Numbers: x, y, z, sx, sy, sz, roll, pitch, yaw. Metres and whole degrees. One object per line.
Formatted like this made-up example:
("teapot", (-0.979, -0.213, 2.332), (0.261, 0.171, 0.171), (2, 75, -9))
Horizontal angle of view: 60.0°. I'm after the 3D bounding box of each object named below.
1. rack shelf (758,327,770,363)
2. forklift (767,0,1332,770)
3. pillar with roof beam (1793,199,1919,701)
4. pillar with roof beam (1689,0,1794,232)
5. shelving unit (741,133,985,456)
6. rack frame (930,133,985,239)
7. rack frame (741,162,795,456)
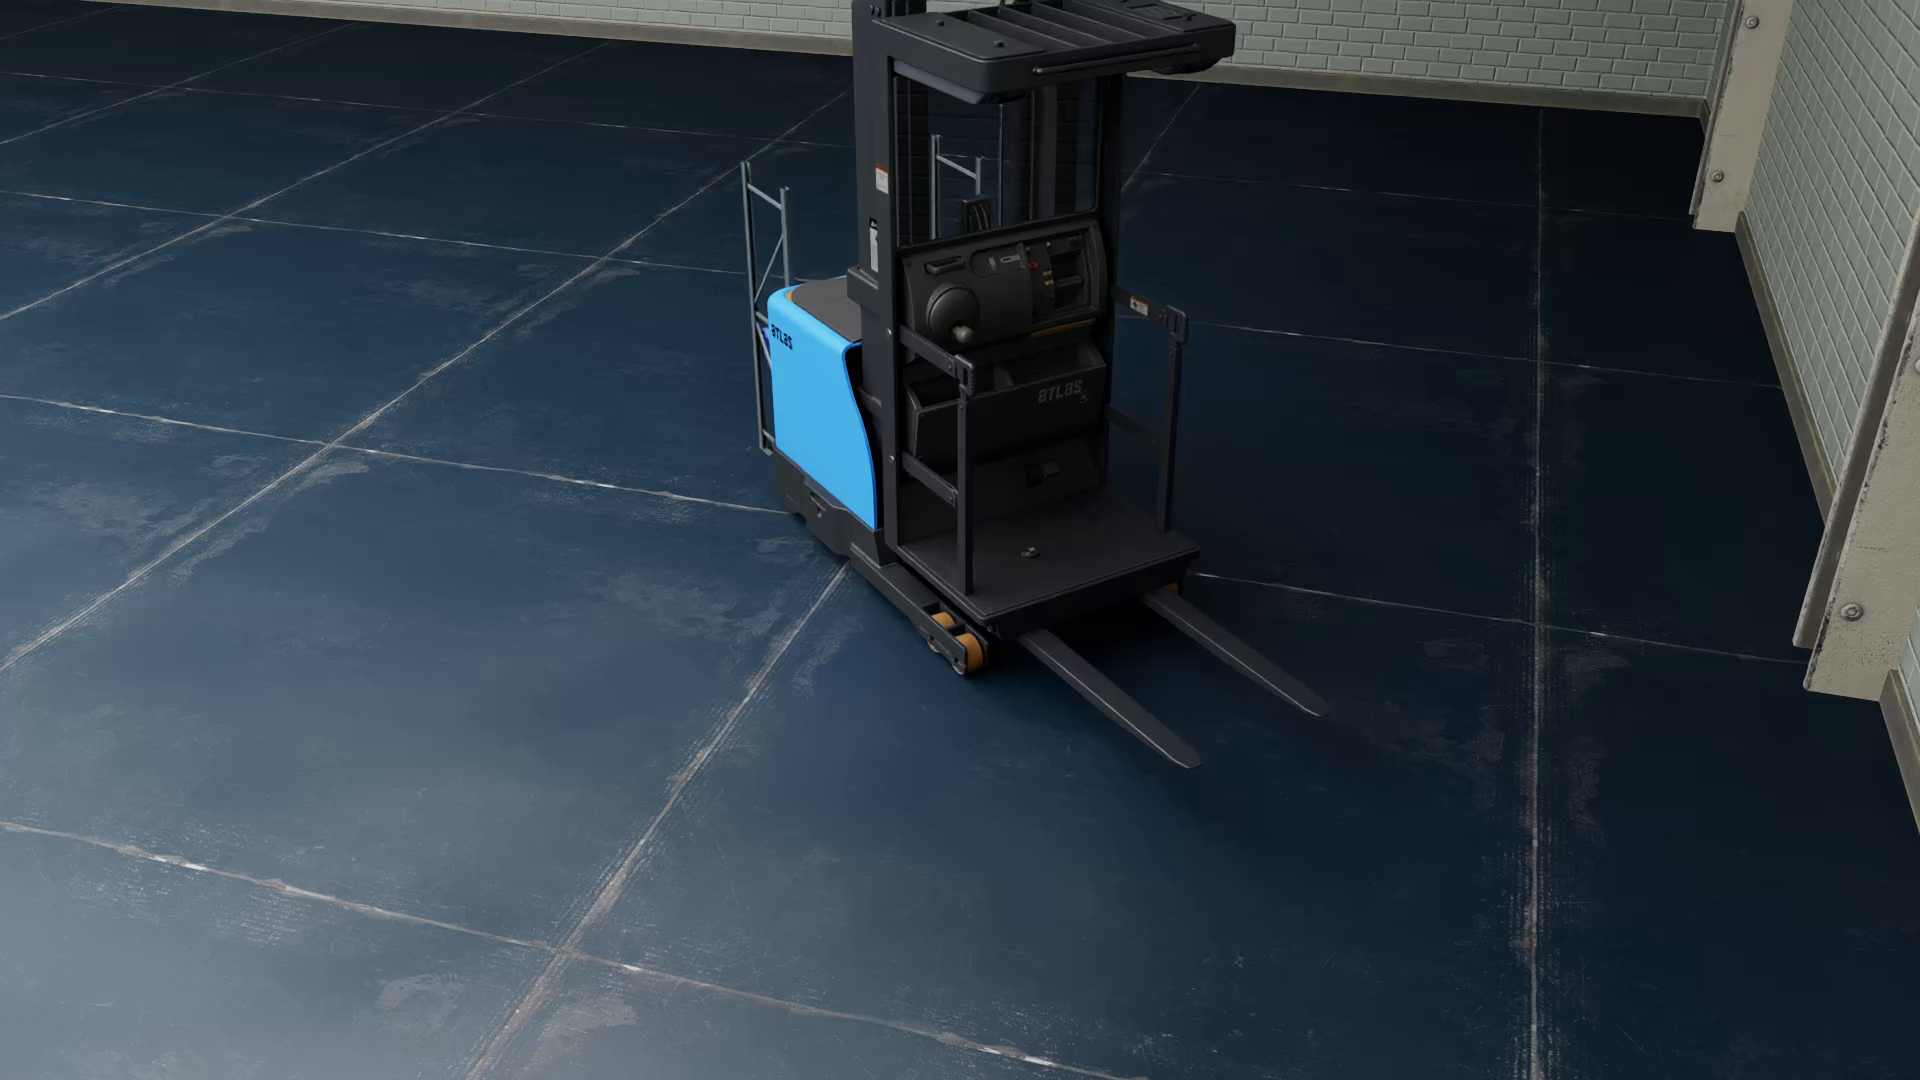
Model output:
("rack shelf", (-0.458, -0.994, 8.363), (1.000, 0.185, 0.538), (-15, 32, -25))
("forklift", (0.303, -0.993, 6.519), (1.130, 2.935, 3.031), (-17, 33, -27))
("pillar with roof beam", (-0.521, -4.016, 5.712), (9.100, 9.000, 0.400), (8, 30, 15))
("pillar with roof beam", (1.240, -6.804, 10.725), (9.100, 9.000, 0.400), (8, 30, 15))
("shelving unit", (-0.458, -1.151, 8.276), (1.048, 1.500, 0.538), (-15, 32, -25))
("rack frame", (-0.015, -1.272, 8.492), (0.032, 1.500, 0.500), (-15, 32, -25))
("rack frame", (-0.902, -1.031, 8.059), (0.032, 1.500, 0.500), (-15, 32, -25))
